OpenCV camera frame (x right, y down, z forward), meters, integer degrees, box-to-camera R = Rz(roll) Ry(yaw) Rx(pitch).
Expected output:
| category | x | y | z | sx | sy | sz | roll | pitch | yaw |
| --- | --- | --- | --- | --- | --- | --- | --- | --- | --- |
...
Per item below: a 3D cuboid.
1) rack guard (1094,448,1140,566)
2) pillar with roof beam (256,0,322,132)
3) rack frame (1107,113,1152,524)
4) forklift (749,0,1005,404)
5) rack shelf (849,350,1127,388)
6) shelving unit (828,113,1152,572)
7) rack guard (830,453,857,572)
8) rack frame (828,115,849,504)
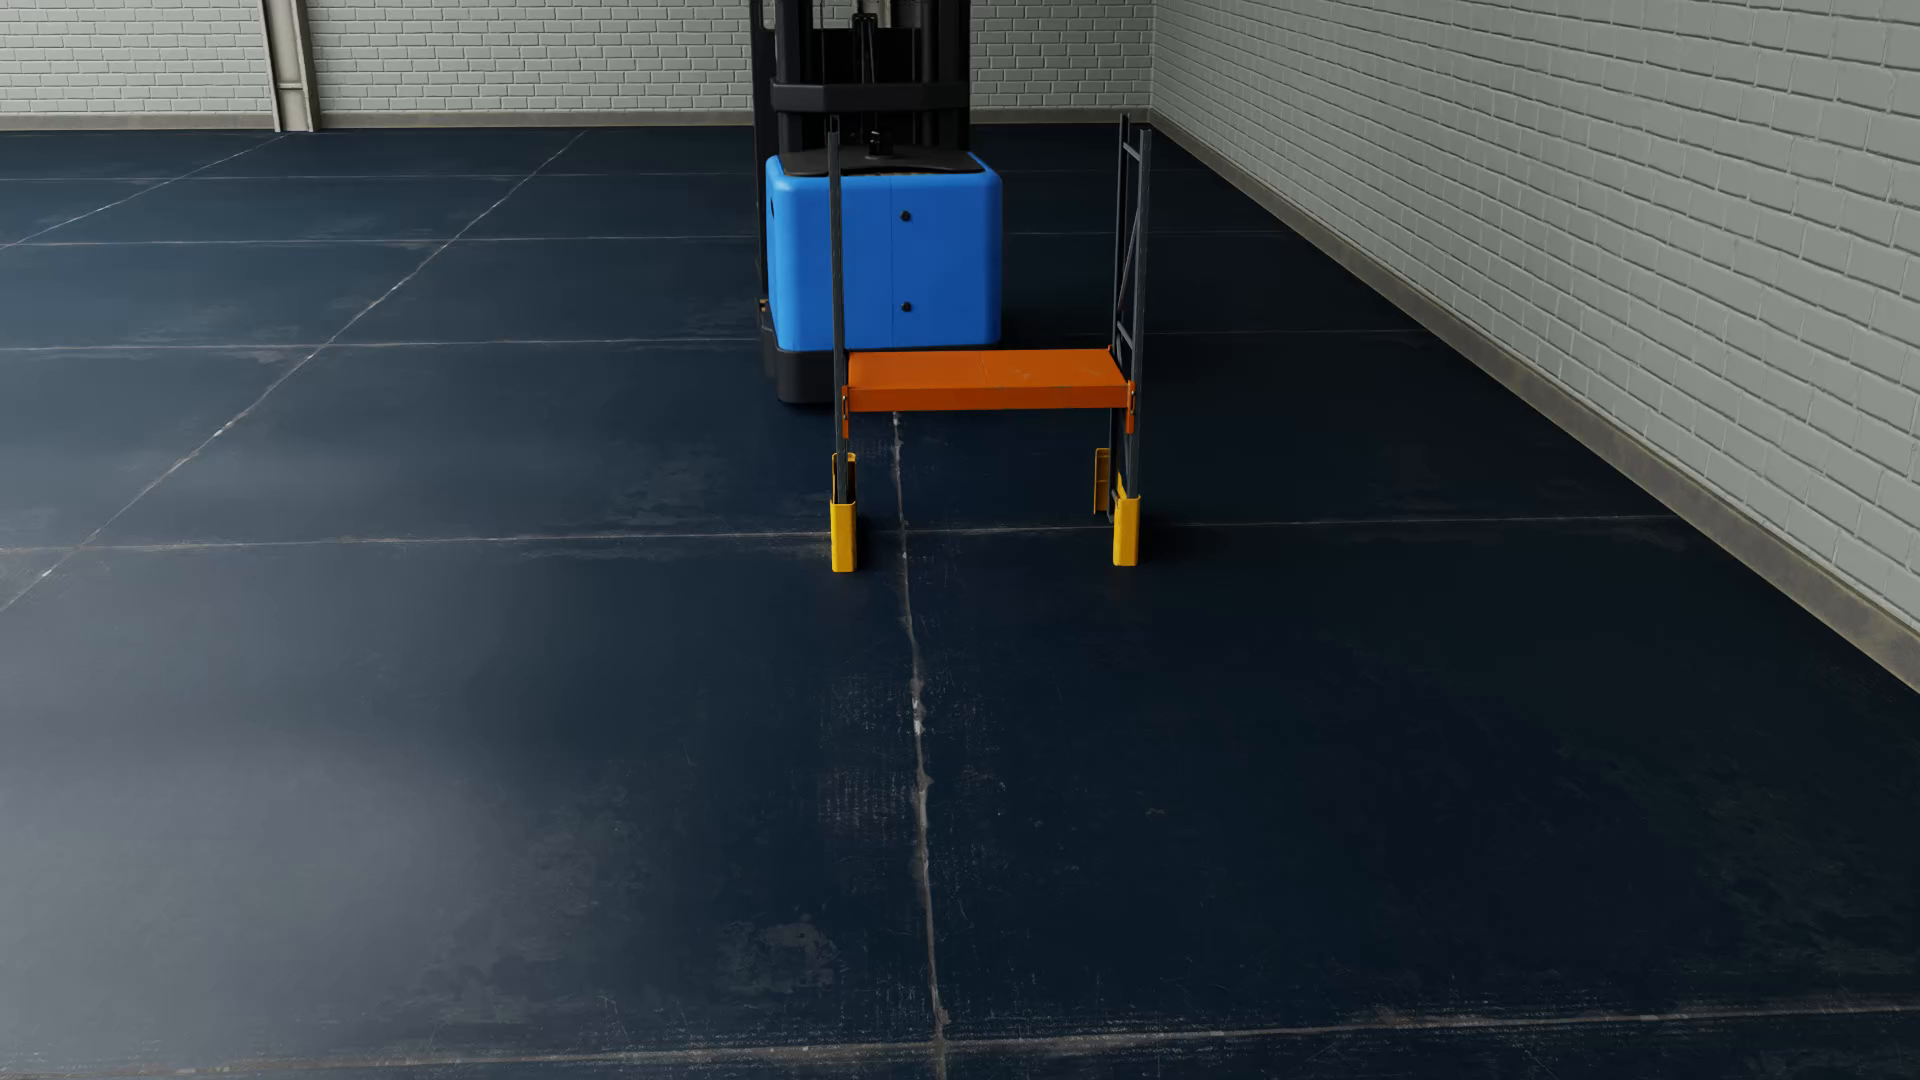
| category | x | y | z | sx | sy | sz | roll | pitch | yaw |
| --- | --- | --- | --- | --- | --- | --- | --- | --- | --- |
| rack guard | 0.573 | -0.128 | 6.107 | 0.087 | 0.250 | 0.587 | -1 | 21 | -3 |
| pillar with roof beam | -6.662 | -6.963 | 11.761 | 0.400 | 9.000 | 9.100 | -1 | 21 | -3 |
| rack frame | 0.593 | -0.713 | 5.886 | 0.032 | 1.500 | 0.500 | -1 | 21 | -3 |
| forklift | -15.313 | -3.398 | 10.928 | 29.544 | 2.935 | 12.703 | -3 | 21 | -8 |
| rack shelf | 0.085 | -0.597 | 5.899 | 0.952 | 0.026 | 0.459 | -1 | 21 | -3 |
| shelving unit | 0.076 | -0.702 | 5.858 | 1.083 | 1.500 | 0.587 | -1 | 21 | -3 |
| rack guard | -0.421 | -0.108 | 6.054 | 0.087 | 0.250 | 0.587 | -1 | 21 | -3 |
| rack frame | -0.422 | -0.692 | 5.832 | 0.032 | 1.500 | 0.500 | -1 | 21 | -3 |
